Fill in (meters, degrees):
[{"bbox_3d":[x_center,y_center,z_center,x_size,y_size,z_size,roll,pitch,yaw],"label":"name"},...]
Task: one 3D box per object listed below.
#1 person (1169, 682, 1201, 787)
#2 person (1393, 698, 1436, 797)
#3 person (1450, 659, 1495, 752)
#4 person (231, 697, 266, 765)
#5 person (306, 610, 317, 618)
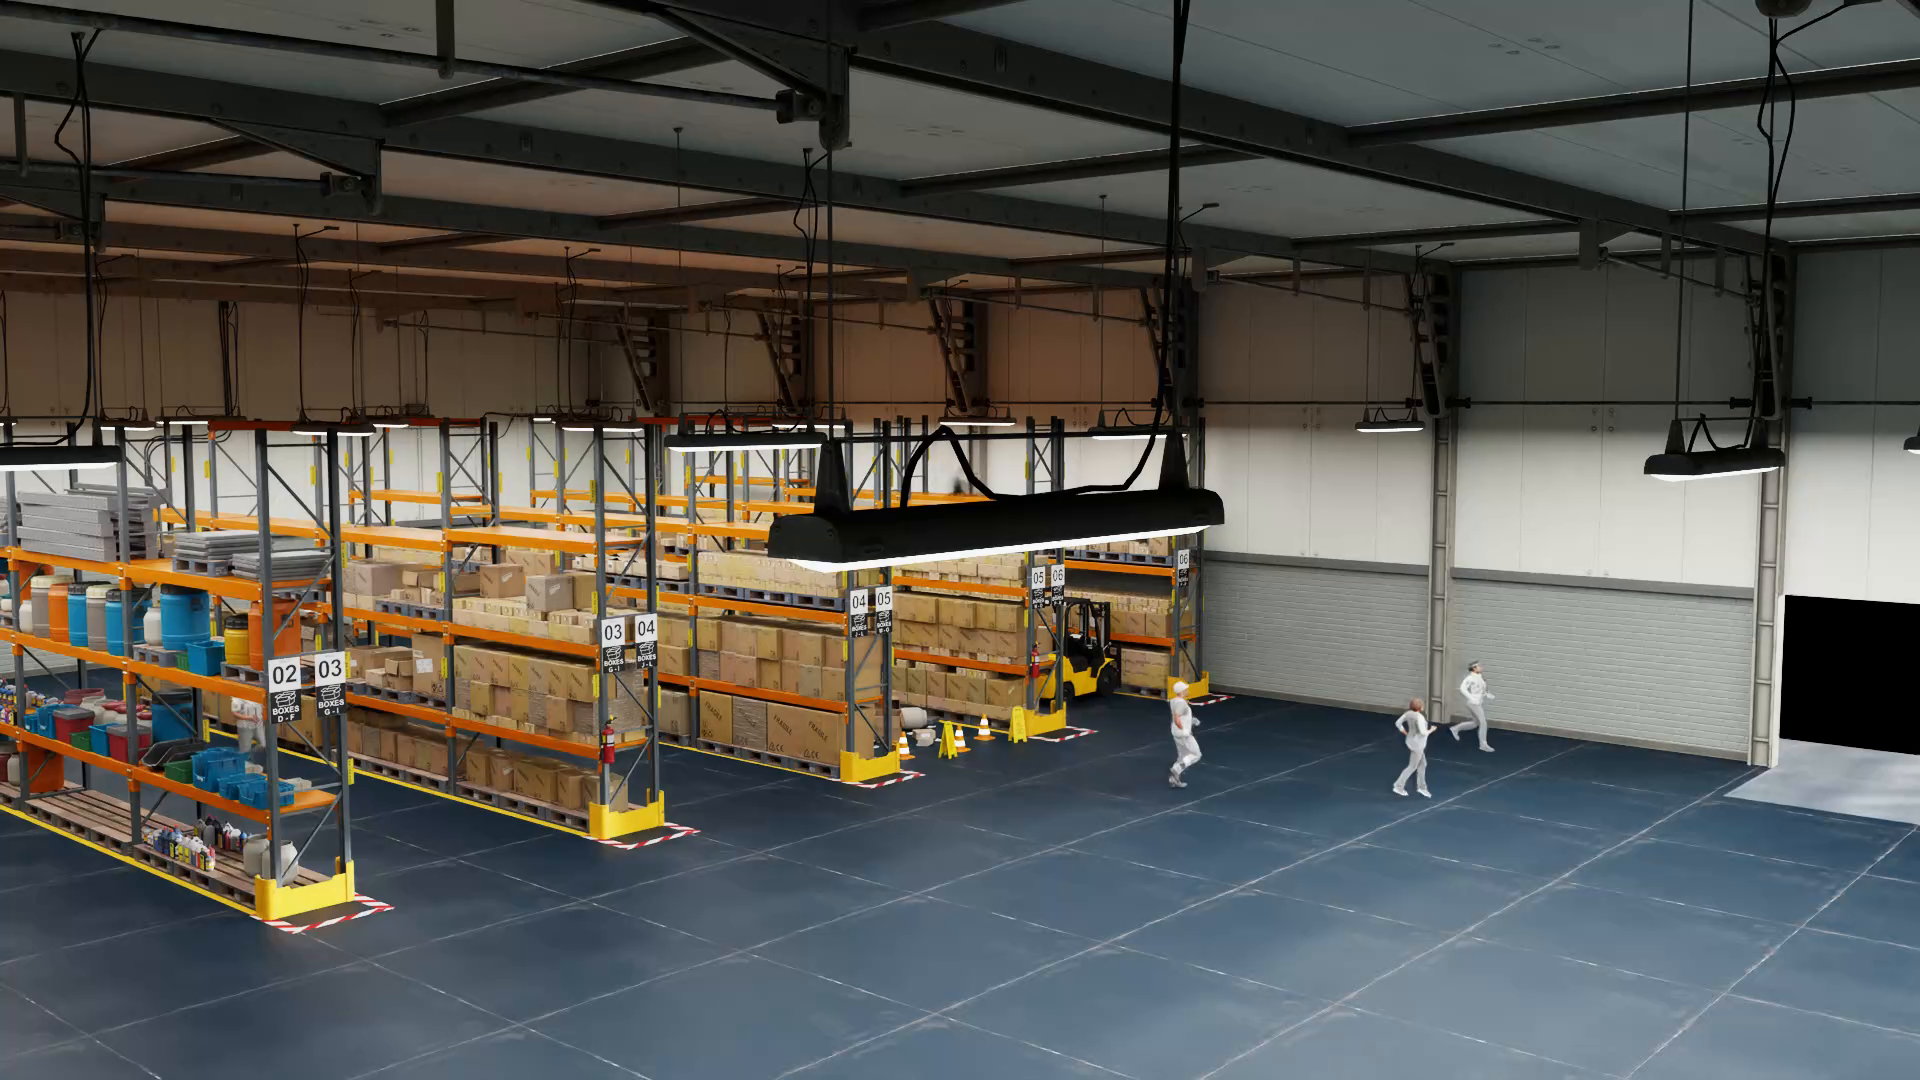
[{"bbox_3d":[3.695,3.188,27.284,0.577,1.740,0.650,-1,5,-11],"label":"person"},{"bbox_3d":[7.230,3.323,26.474,0.719,1.632,0.524,-1,5,-9],"label":"person"},{"bbox_3d":[9.334,2.991,30.268,0.843,1.696,0.618,3,6,30],"label":"person"},{"bbox_3d":[-11.943,3.123,28.060,0.769,1.738,0.685,4,6,40],"label":"person"},{"bbox_3d":[-14.590,2.368,37.066,0.824,1.722,0.897,-2,5,-21],"label":"person"}]
